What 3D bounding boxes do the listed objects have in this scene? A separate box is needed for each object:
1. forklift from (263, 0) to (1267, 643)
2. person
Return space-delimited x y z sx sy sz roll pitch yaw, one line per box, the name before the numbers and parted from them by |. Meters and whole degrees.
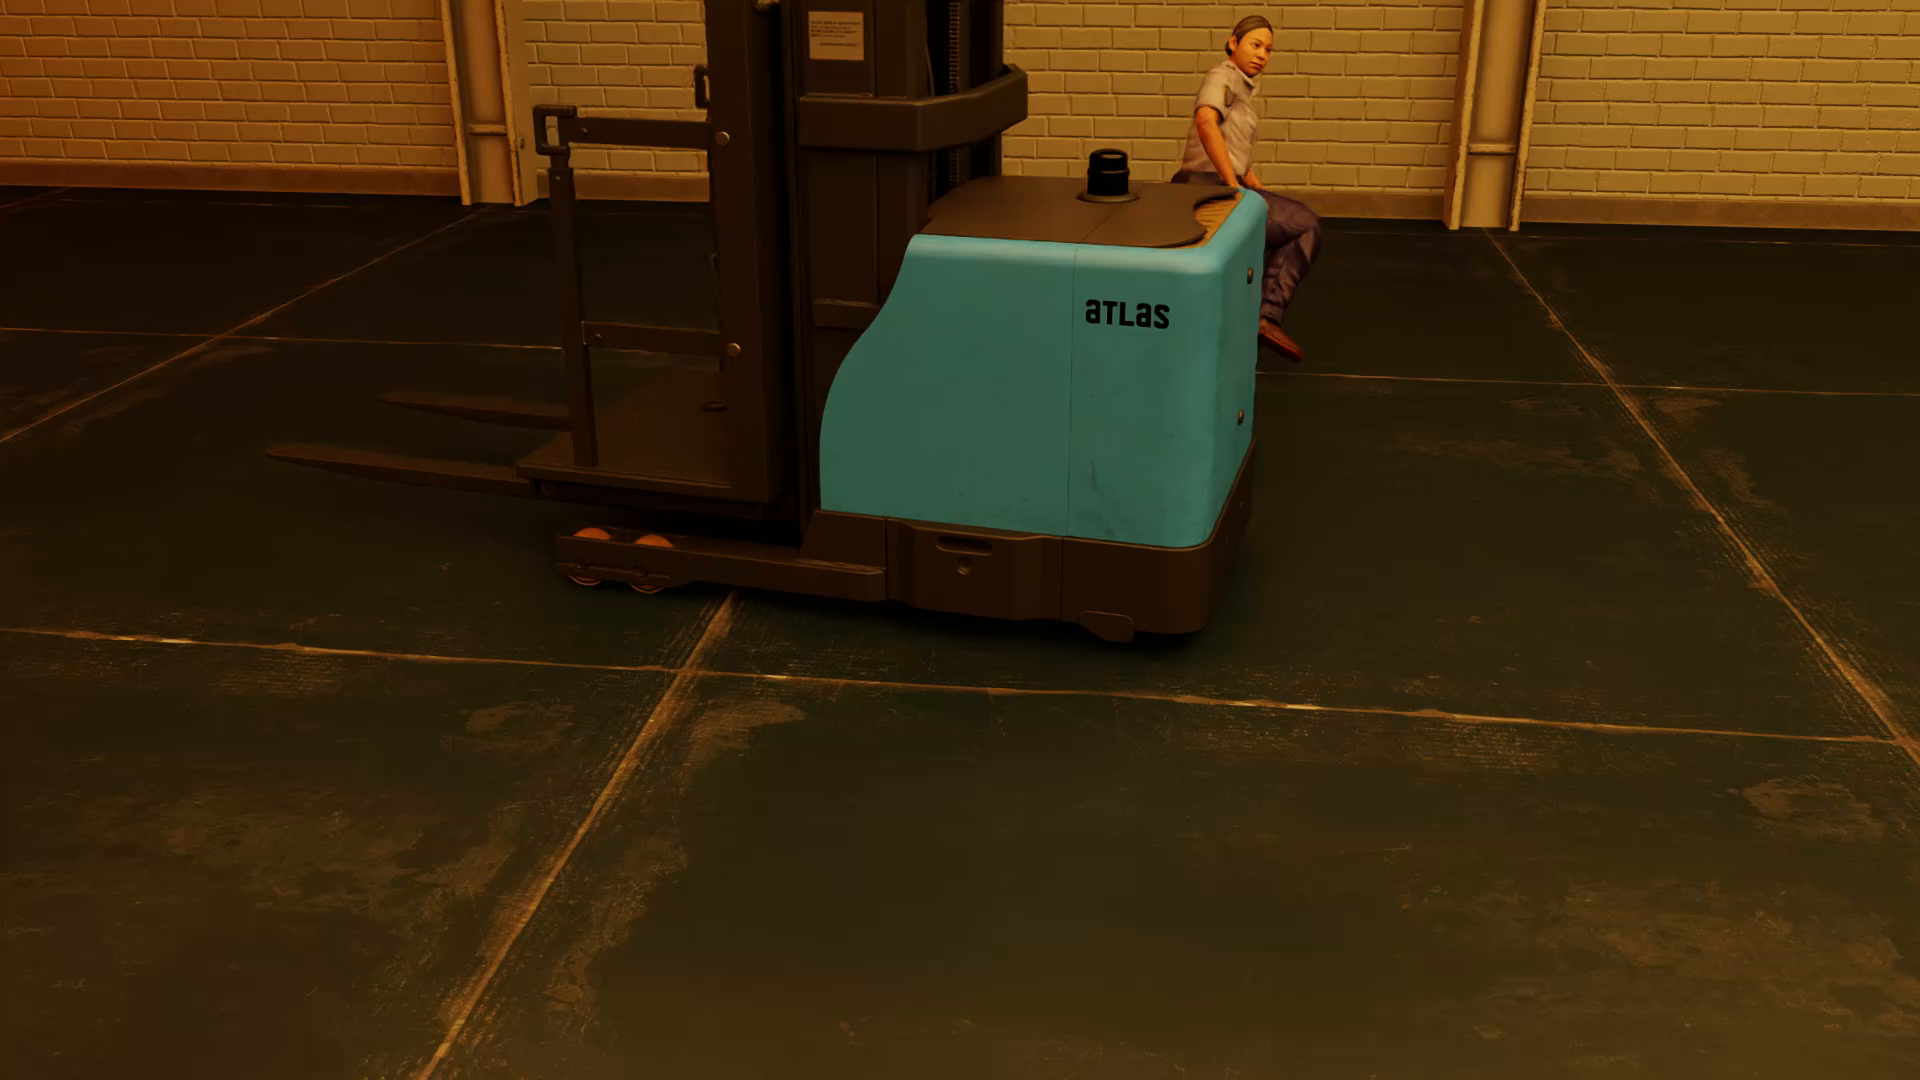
forklift | -0.668 -1.386 4.694 3.031 2.935 1.130 6 23 16
person | 1.149 -1.420 6.890 0.631 1.432 0.771 -3 22 -7
